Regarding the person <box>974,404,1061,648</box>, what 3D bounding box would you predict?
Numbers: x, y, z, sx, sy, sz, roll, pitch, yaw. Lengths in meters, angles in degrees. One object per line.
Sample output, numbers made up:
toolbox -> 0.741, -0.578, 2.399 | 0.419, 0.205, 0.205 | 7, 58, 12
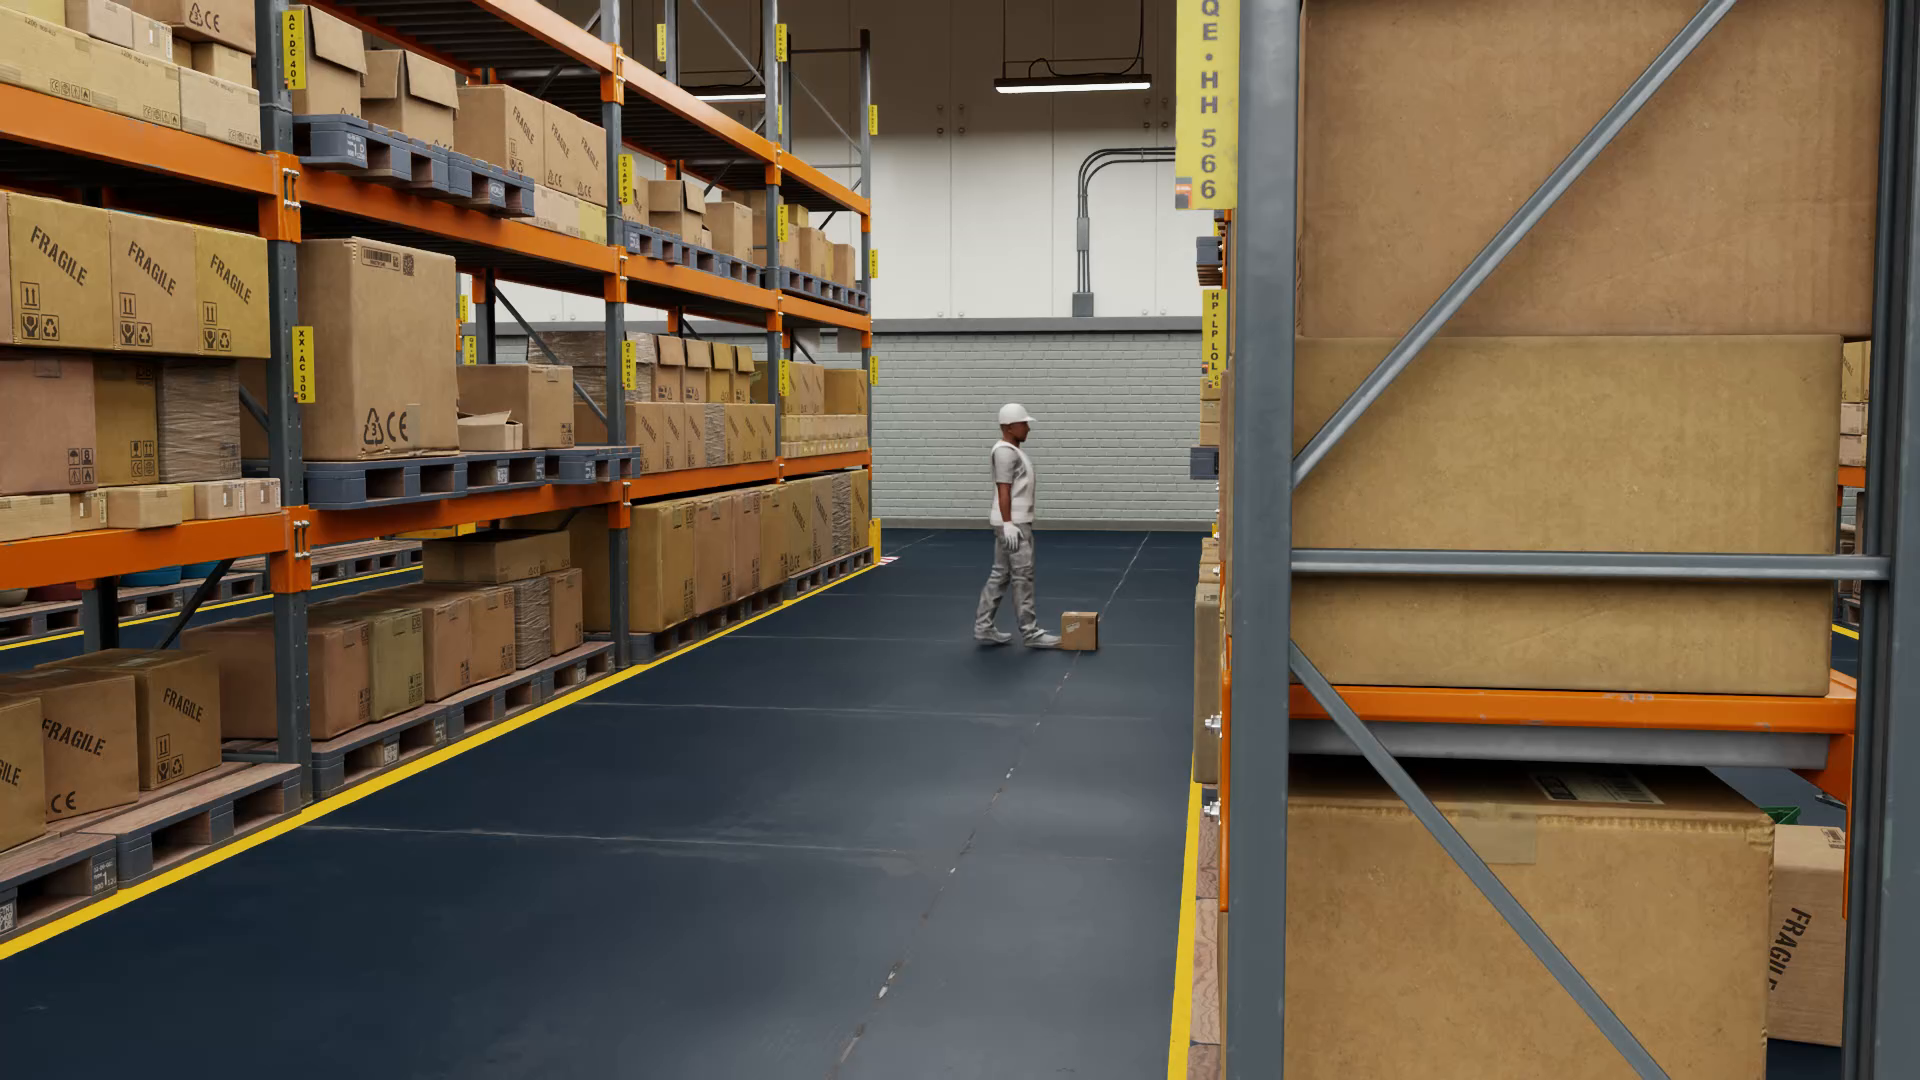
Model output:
person -> 0.437, -0.109, 12.245 | 0.675, 1.787, 0.569 | 0, 4, 2
